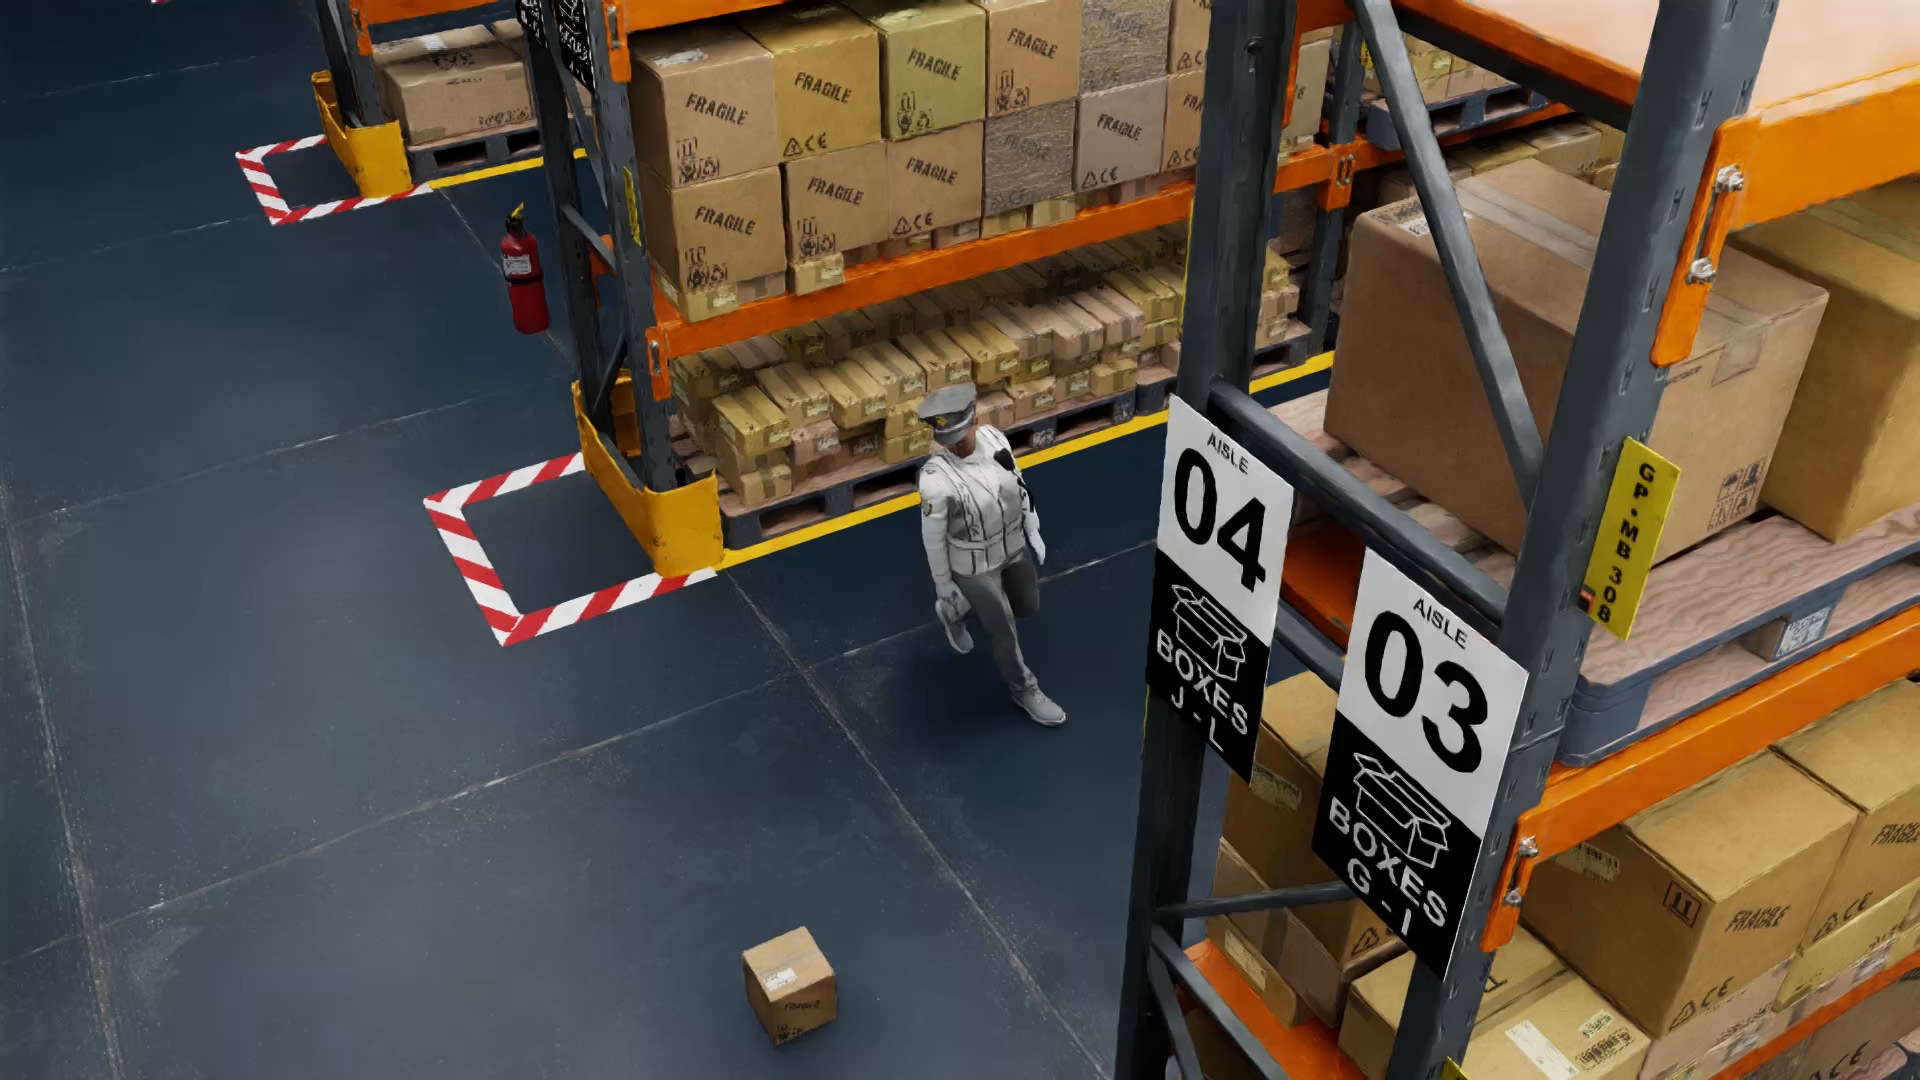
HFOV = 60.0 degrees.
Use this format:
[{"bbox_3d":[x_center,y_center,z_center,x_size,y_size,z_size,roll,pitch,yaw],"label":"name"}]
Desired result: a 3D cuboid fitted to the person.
[{"bbox_3d":[0.094,0.056,6.871,0.732,1.630,0.527,30,46,34],"label":"person"}]
